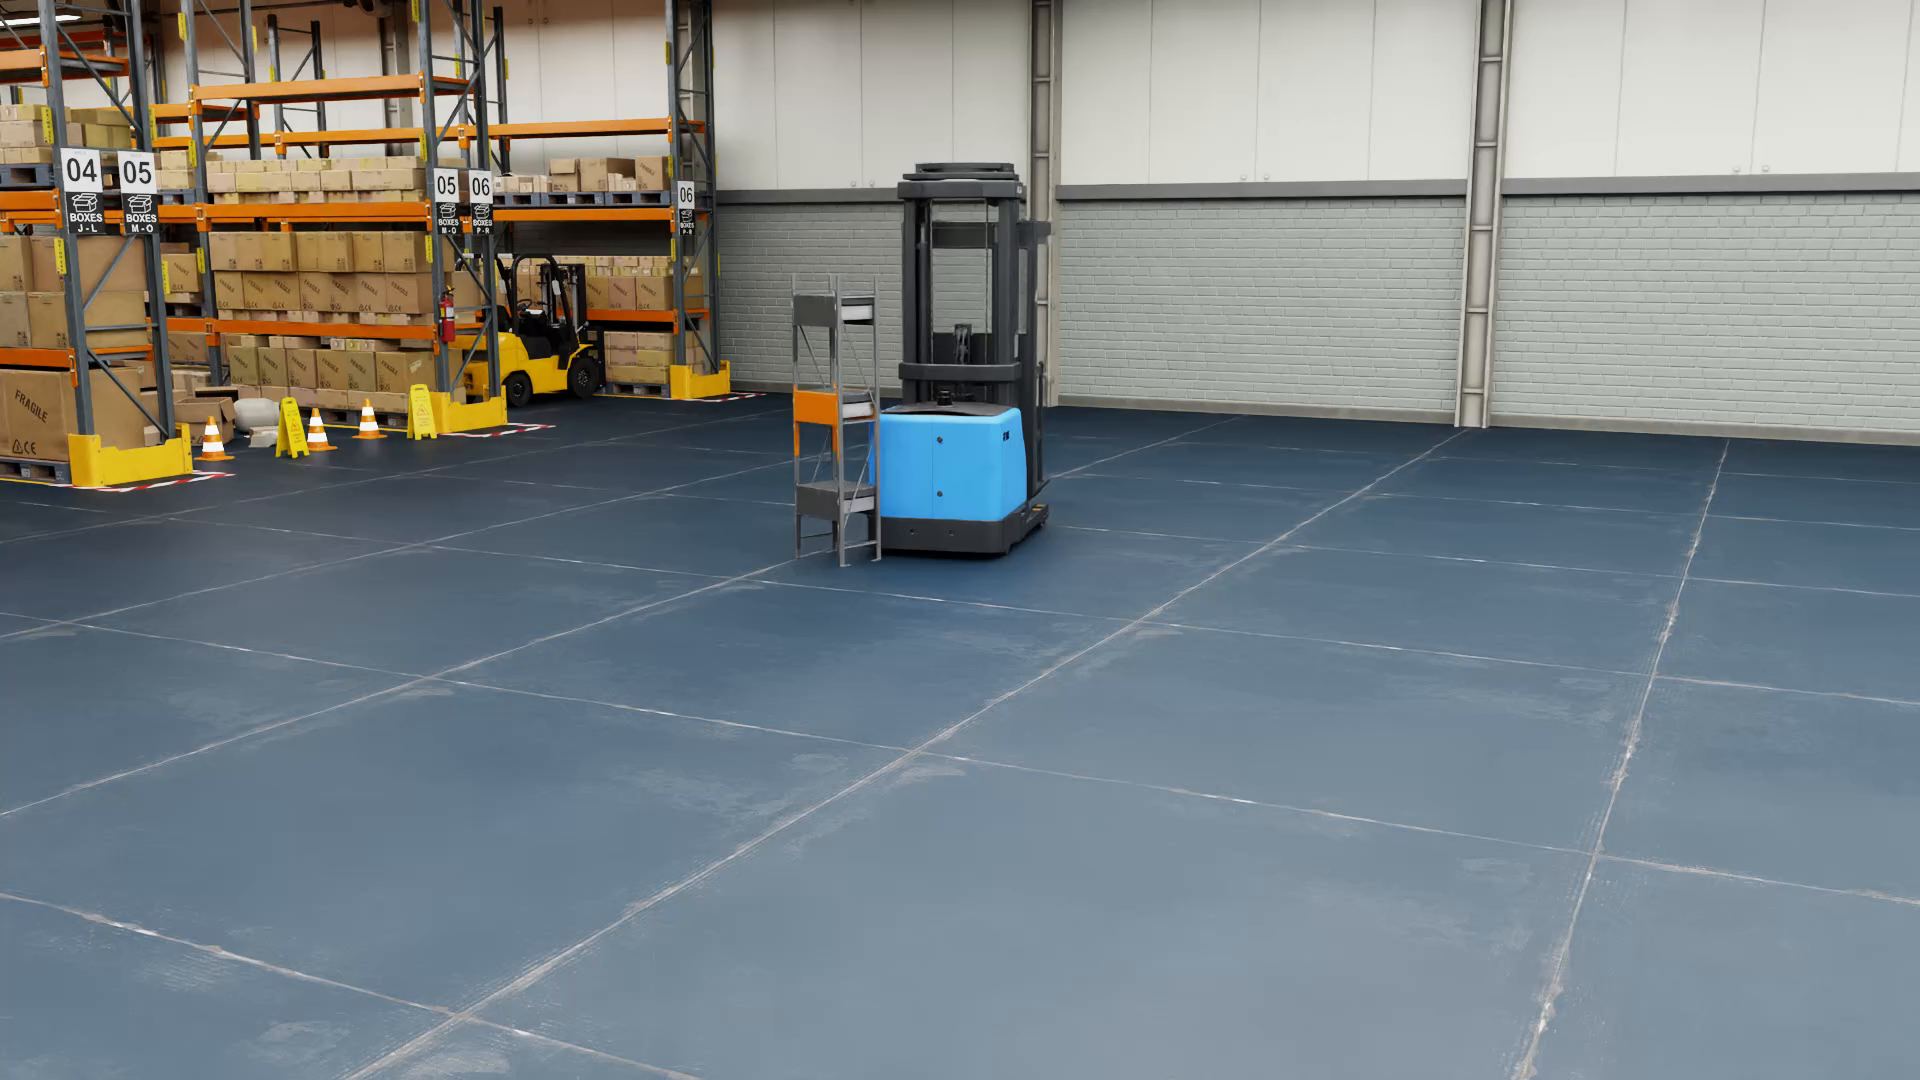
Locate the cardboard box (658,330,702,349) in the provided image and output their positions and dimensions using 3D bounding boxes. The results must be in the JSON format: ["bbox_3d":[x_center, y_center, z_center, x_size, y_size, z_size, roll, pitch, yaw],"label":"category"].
[{"bbox_3d":[-4.326,-3.095,25.643,0.500,0.250,0.500,5,11,25],"label":"cardboard box"}]

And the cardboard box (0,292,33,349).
[{"bbox_3d":[-9.127,-2.225,16.683,0.550,0.550,0.875,5,11,26],"label":"cardboard box"}]

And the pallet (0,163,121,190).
[{"bbox_3d":[-8.941,-3.579,16.409,1.213,0.211,1.003,5,11,26],"label":"pallet"}]

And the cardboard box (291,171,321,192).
[{"bbox_3d":[-8.121,-4.554,21.131,0.500,0.250,0.500,5,11,26],"label":"cardboard box"}]

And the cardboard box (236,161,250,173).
[{"bbox_3d":[-9.141,-4.833,21.557,0.250,0.149,0.380,5,11,24],"label":"cardboard box"}]

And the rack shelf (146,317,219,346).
[{"bbox_3d":[-11.552,-3.007,23.443,4.000,0.370,1.077,5,11,26],"label":"rack shelf"}]

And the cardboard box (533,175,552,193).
[{"bbox_3d":[-6.369,-5.497,25.674,0.258,0.266,0.396,5,11,24],"label":"cardboard box"}]

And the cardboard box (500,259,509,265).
[{"bbox_3d":[-7.128,-4.435,26.377,0.250,0.149,0.380,5,11,27],"label":"cardboard box"}]

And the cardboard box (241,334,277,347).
[{"bbox_3d":[-9.263,-2.636,21.988,0.250,0.149,0.380,5,11,27],"label":"cardboard box"}]

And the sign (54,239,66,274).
[{"bbox_3d":[-8.523,-2.691,15.757,0.005,0.325,0.100,5,11,26],"label":"sign"}]

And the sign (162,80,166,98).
[{"bbox_3d":[-14.499,-8.206,30.234,0.005,0.325,0.100,5,11,26],"label":"sign"}]

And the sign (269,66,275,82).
[{"bbox_3d":[-11.384,-7.675,27.524,0.005,0.325,0.100,5,11,26],"label":"sign"}]

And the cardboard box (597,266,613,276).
[{"bbox_3d":[-5.339,-4.113,25.430,0.250,0.149,0.380,5,11,24],"label":"cardboard box"}]

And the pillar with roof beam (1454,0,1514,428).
[{"bbox_3d":[4.653,-5.199,16.689,0.400,9.000,9.100,5,11,26],"label":"pillar with roof beam"}]

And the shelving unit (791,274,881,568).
[{"bbox_3d":[-0.909,-0.888,12.243,0.503,2.100,0.431,10,14,43],"label":"shelving unit"}]

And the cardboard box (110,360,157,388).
[{"bbox_3d":[-10.519,-2.059,21.079,0.500,0.500,0.500,5,11,26],"label":"cardboard box"}]

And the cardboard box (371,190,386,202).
[{"bbox_3d":[-7.076,-4.265,20.655,0.250,0.149,0.380,5,12,28],"label":"cardboard box"}]

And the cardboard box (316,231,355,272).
[{"bbox_3d":[-7.679,-3.646,21.030,0.500,0.500,0.700,5,11,25],"label":"cardboard box"}]

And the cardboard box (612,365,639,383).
[{"bbox_3d":[-4.981,-2.562,25.506,0.500,0.250,0.500,5,11,26],"label":"cardboard box"}]

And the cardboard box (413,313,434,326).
[{"bbox_3d":[-6.601,-2.760,20.763,0.250,0.149,0.380,5,12,28],"label":"cardboard box"}]

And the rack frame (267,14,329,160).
[{"bbox_3d":[-11.153,-7.264,28.097,0.127,3.000,1.000,5,11,26],"label":"rack frame"}]

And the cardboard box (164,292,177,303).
[{"bbox_3d":[-10.571,-3.307,22.604,0.250,0.149,0.380,5,11,24],"label":"cardboard box"}]

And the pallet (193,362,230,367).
[{"bbox_3d":[-12.895,-3.101,29.771,1.213,0.211,1.003,5,11,26],"label":"pallet"}]

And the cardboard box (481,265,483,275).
[{"bbox_3d":[-7.396,-4.298,26.452,0.250,0.149,0.380,5,11,25],"label":"cardboard box"}]

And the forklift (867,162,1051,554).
[{"bbox_3d":[0.129,-1.555,13.591,1.130,2.935,3.031,2,11,13],"label":"forklift"}]

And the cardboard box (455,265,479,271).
[{"bbox_3d":[-7.970,-4.356,26.776,0.250,0.149,0.380,5,12,28],"label":"cardboard box"}]

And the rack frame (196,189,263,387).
[{"bbox_3d":[-9.758,-3.204,22.508,0.127,3.000,1.000,5,11,26],"label":"rack frame"}]

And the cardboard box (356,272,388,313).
[{"bbox_3d":[-7.227,-3.123,20.946,0.500,0.500,0.500,5,11,26],"label":"cardboard box"}]

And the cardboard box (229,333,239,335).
[{"bbox_3d":[-12.623,-3.698,29.259,0.250,0.149,0.380,5,11,25],"label":"cardboard box"}]

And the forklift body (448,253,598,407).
[{"bbox_3d":[-6.486,-3.122,24.440,1.214,2.155,2.313,5,11,26],"label":"forklift body"}]

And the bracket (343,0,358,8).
[{"bbox_3d":[-10.114,-9.052,27.872,0.430,0.232,0.235,5,11,26],"label":"bracket"}]

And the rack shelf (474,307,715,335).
[{"bbox_3d":[-5.772,-3.485,26.083,4.000,0.370,1.077,5,11,26],"label":"rack shelf"}]

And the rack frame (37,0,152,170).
[{"bbox_3d":[-8.271,-5.042,15.820,0.127,3.000,1.000,5,11,26],"label":"rack frame"}]

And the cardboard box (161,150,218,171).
[{"bbox_3d":[-10.334,-5.084,22.312,0.500,0.250,0.500,5,12,27],"label":"cardboard box"}]

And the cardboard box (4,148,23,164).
[{"bbox_3d":[-8.945,-3.690,16.019,0.250,0.149,0.380,5,11,26],"label":"cardboard box"}]

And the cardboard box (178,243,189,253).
[{"bbox_3d":[-11.043,-4.088,23.276,0.250,0.149,0.380,6,12,29],"label":"cardboard box"}]

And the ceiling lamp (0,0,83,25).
[{"bbox_3d":[-14.960,-10.034,27.015,2.000,3.185,0.800,5,11,26],"label":"ceiling lamp"}]

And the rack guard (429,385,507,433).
[{"bbox_3d":[-6.239,-1.664,21.022,0.348,0.500,1.175,5,11,26],"label":"rack guard"}]

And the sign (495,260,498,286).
[{"bbox_3d":[-5.931,-3.401,21.168,0.005,0.325,0.100,5,11,26],"label":"sign"}]

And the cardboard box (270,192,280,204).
[{"bbox_3d":[-8.664,-4.412,21.467,0.250,0.149,0.380,5,11,24],"label":"cardboard box"}]

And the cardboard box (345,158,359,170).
[{"bbox_3d":[-7.477,-4.705,20.847,0.250,0.149,0.380,5,11,26],"label":"cardboard box"}]

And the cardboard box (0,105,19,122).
[{"bbox_3d":[-8.946,-4.083,15.949,0.250,0.149,0.380,5,11,26],"label":"cardboard box"}]

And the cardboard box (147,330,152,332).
[{"bbox_3d":[-14.536,-3.852,30.109,0.250,0.149,0.380,6,12,29],"label":"cardboard box"}]

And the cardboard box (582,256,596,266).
[{"bbox_3d":[-5.582,-4.275,25.492,0.250,0.149,0.380,5,12,27],"label":"cardboard box"}]

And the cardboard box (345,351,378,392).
[{"bbox_3d":[-7.475,-2.173,21.250,0.500,0.500,0.500,6,12,28],"label":"cardboard box"}]

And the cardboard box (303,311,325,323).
[{"bbox_3d":[-8.236,-2.886,21.460,0.250,0.149,0.380,5,11,26],"label":"cardboard box"}]

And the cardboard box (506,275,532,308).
[{"bbox_3d":[-6.809,-3.931,26.245,0.500,0.500,0.500,5,12,27],"label":"cardboard box"}]

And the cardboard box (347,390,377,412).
[{"bbox_3d":[-7.476,-1.805,21.321,0.500,0.250,0.500,5,11,26],"label":"cardboard box"}]

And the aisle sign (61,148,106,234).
[{"bbox_3d":[-8.340,-3.316,15.827,0.004,0.787,0.394,5,11,26],"label":"aisle sign"}]
